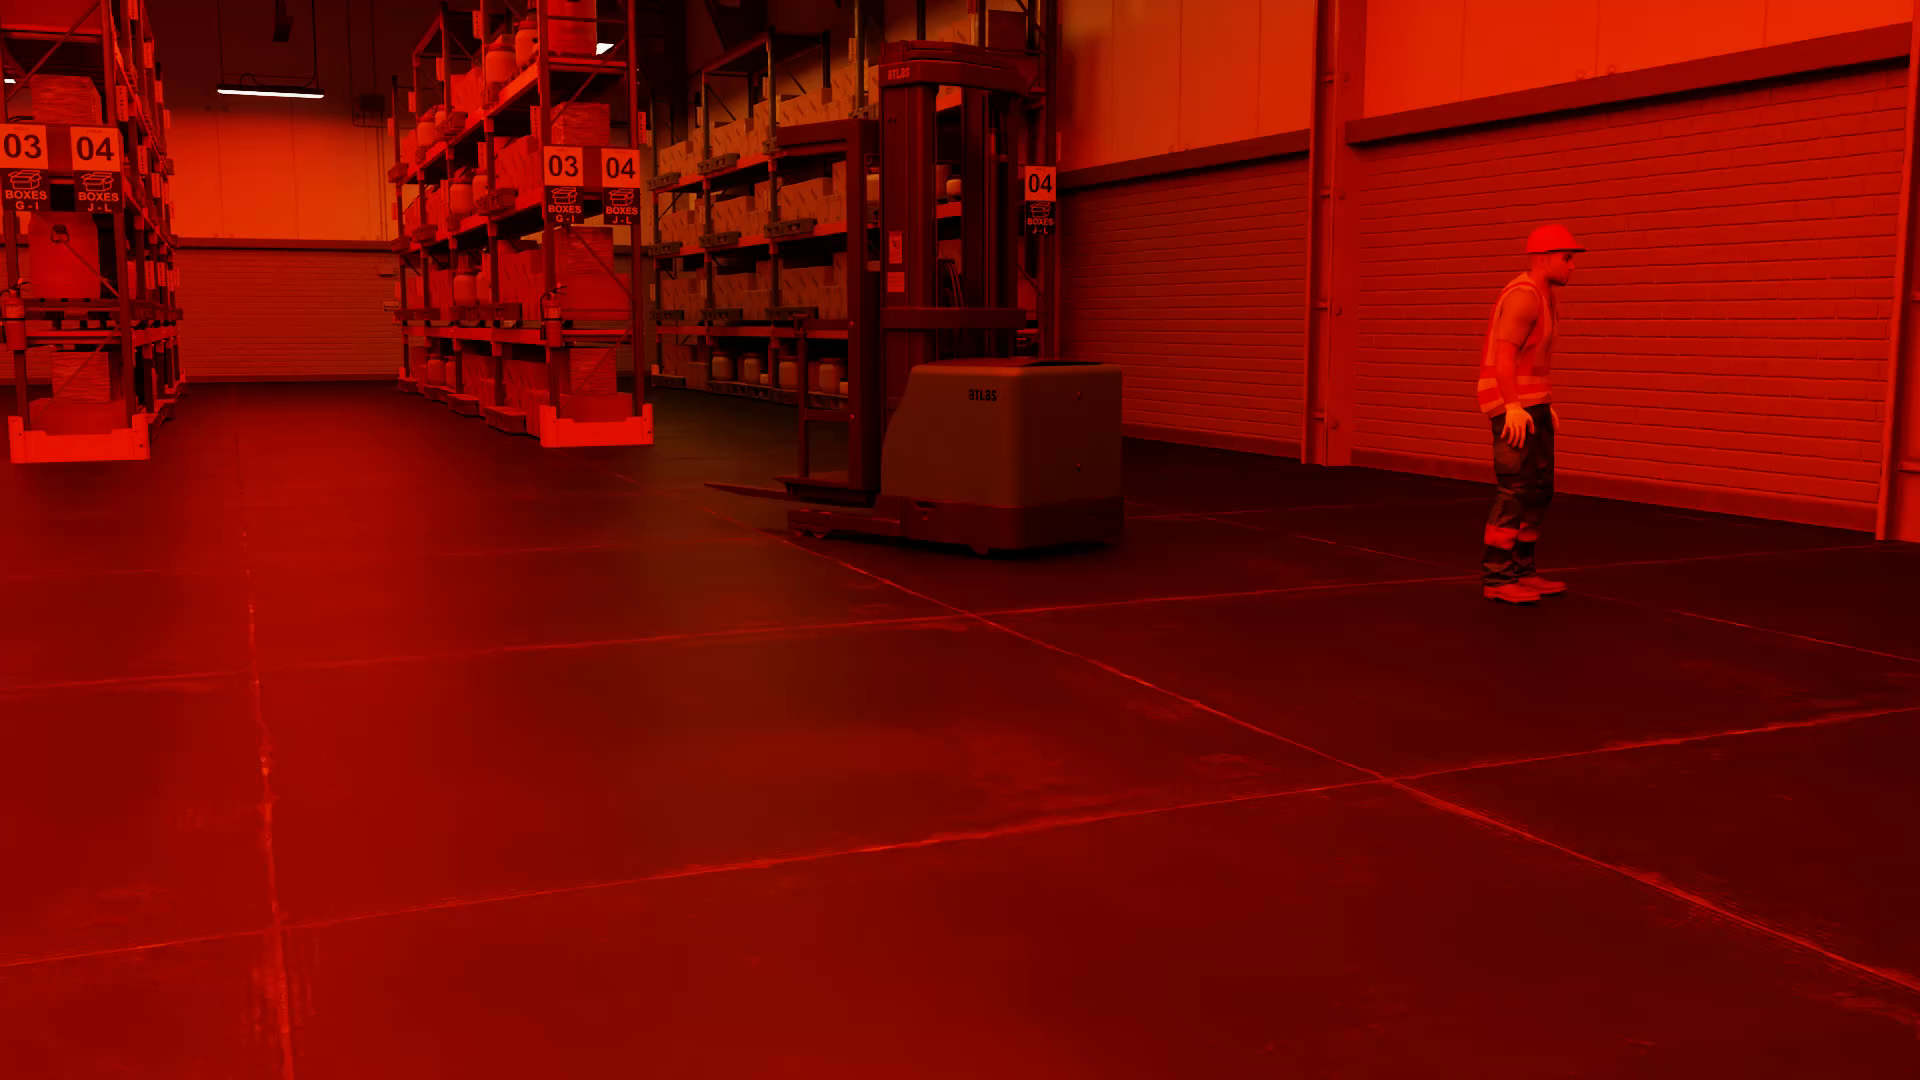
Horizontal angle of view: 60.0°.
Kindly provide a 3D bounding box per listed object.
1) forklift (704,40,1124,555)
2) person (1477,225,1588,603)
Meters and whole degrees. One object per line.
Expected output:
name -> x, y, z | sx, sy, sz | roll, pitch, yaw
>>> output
forklift -> -0.436, -1.509, 10.383 | 3.031, 2.935, 1.130 | 7, 10, 44
person -> 2.731, -0.609, 7.981 | 0.453, 1.778, 0.616 | 5, 9, 35
